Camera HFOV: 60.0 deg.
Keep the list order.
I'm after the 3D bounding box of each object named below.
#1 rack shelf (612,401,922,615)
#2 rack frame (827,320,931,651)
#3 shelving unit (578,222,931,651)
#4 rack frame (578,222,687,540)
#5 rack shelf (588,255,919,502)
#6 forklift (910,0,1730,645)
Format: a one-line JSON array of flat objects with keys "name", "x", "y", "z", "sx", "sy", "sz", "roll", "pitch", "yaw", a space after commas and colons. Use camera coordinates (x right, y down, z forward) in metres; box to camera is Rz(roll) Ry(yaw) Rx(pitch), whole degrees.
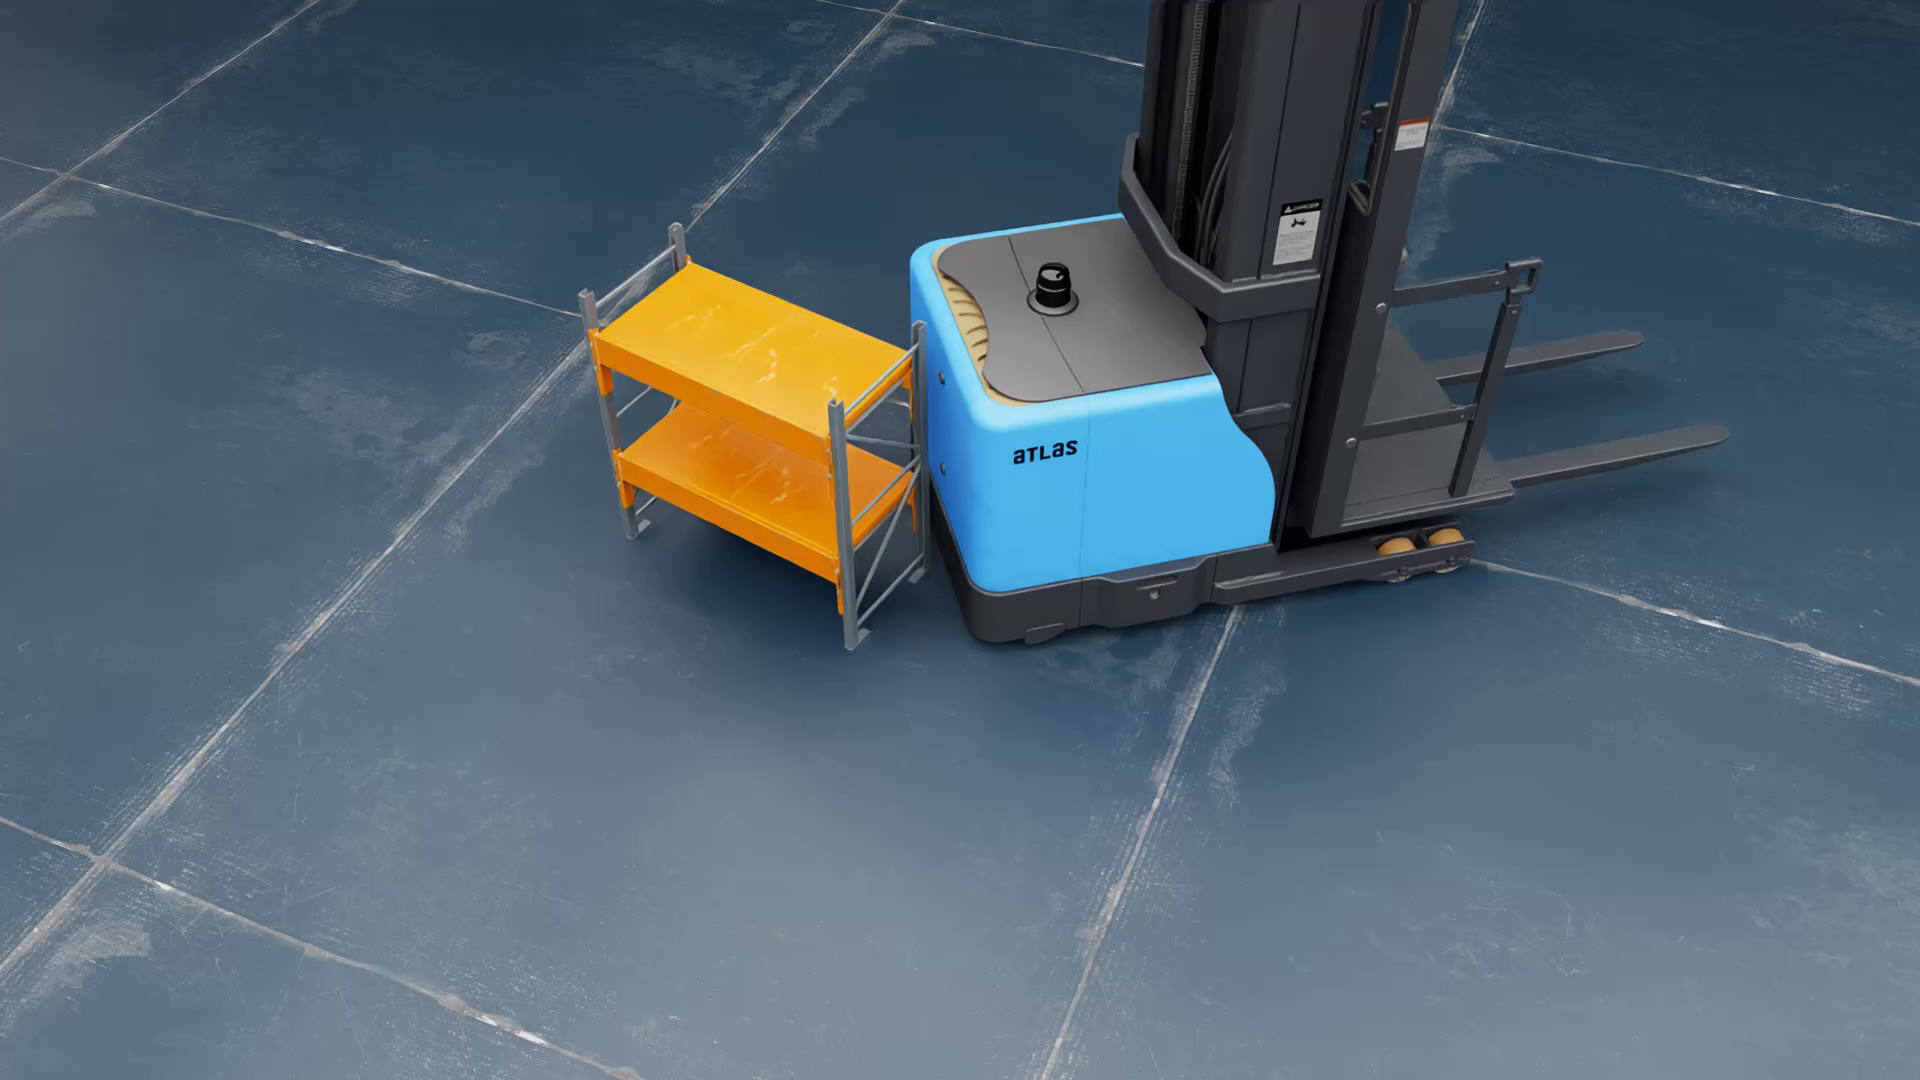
[{"name": "rack shelf", "x": -0.683, "y": -0.181, "z": 5.981, "sx": 1.000, "sy": 0.278, "sz": 0.538, "roll": 25, "pitch": 50, "yaw": 23}, {"name": "rack frame", "x": -0.257, "y": -0.159, "z": 5.612, "sx": 0.032, "sy": 1.125, "sz": 0.500, "roll": 25, "pitch": 50, "yaw": 23}, {"name": "shelving unit", "x": -0.683, "y": -0.355, "z": 5.809, "sx": 1.048, "sy": 1.125, "sz": 0.538, "roll": 25, "pitch": 50, "yaw": 23}, {"name": "rack frame", "x": -1.109, "y": -0.550, "z": 6.005, "sx": 0.032, "sy": 1.125, "sz": 0.500, "roll": 25, "pitch": 50, "yaw": 23}, {"name": "rack shelf", "x": -0.683, "y": -0.562, "z": 5.602, "sx": 1.000, "sy": 0.278, "sz": 0.538, "roll": 25, "pitch": 50, "yaw": 23}, {"name": "forklift", "x": 1.387, "y": -1.238, "z": 5.416, "sx": 3.031, "sy": 2.935, "sz": 1.130, "roll": -10, "pitch": 46, "yaw": -10}]
